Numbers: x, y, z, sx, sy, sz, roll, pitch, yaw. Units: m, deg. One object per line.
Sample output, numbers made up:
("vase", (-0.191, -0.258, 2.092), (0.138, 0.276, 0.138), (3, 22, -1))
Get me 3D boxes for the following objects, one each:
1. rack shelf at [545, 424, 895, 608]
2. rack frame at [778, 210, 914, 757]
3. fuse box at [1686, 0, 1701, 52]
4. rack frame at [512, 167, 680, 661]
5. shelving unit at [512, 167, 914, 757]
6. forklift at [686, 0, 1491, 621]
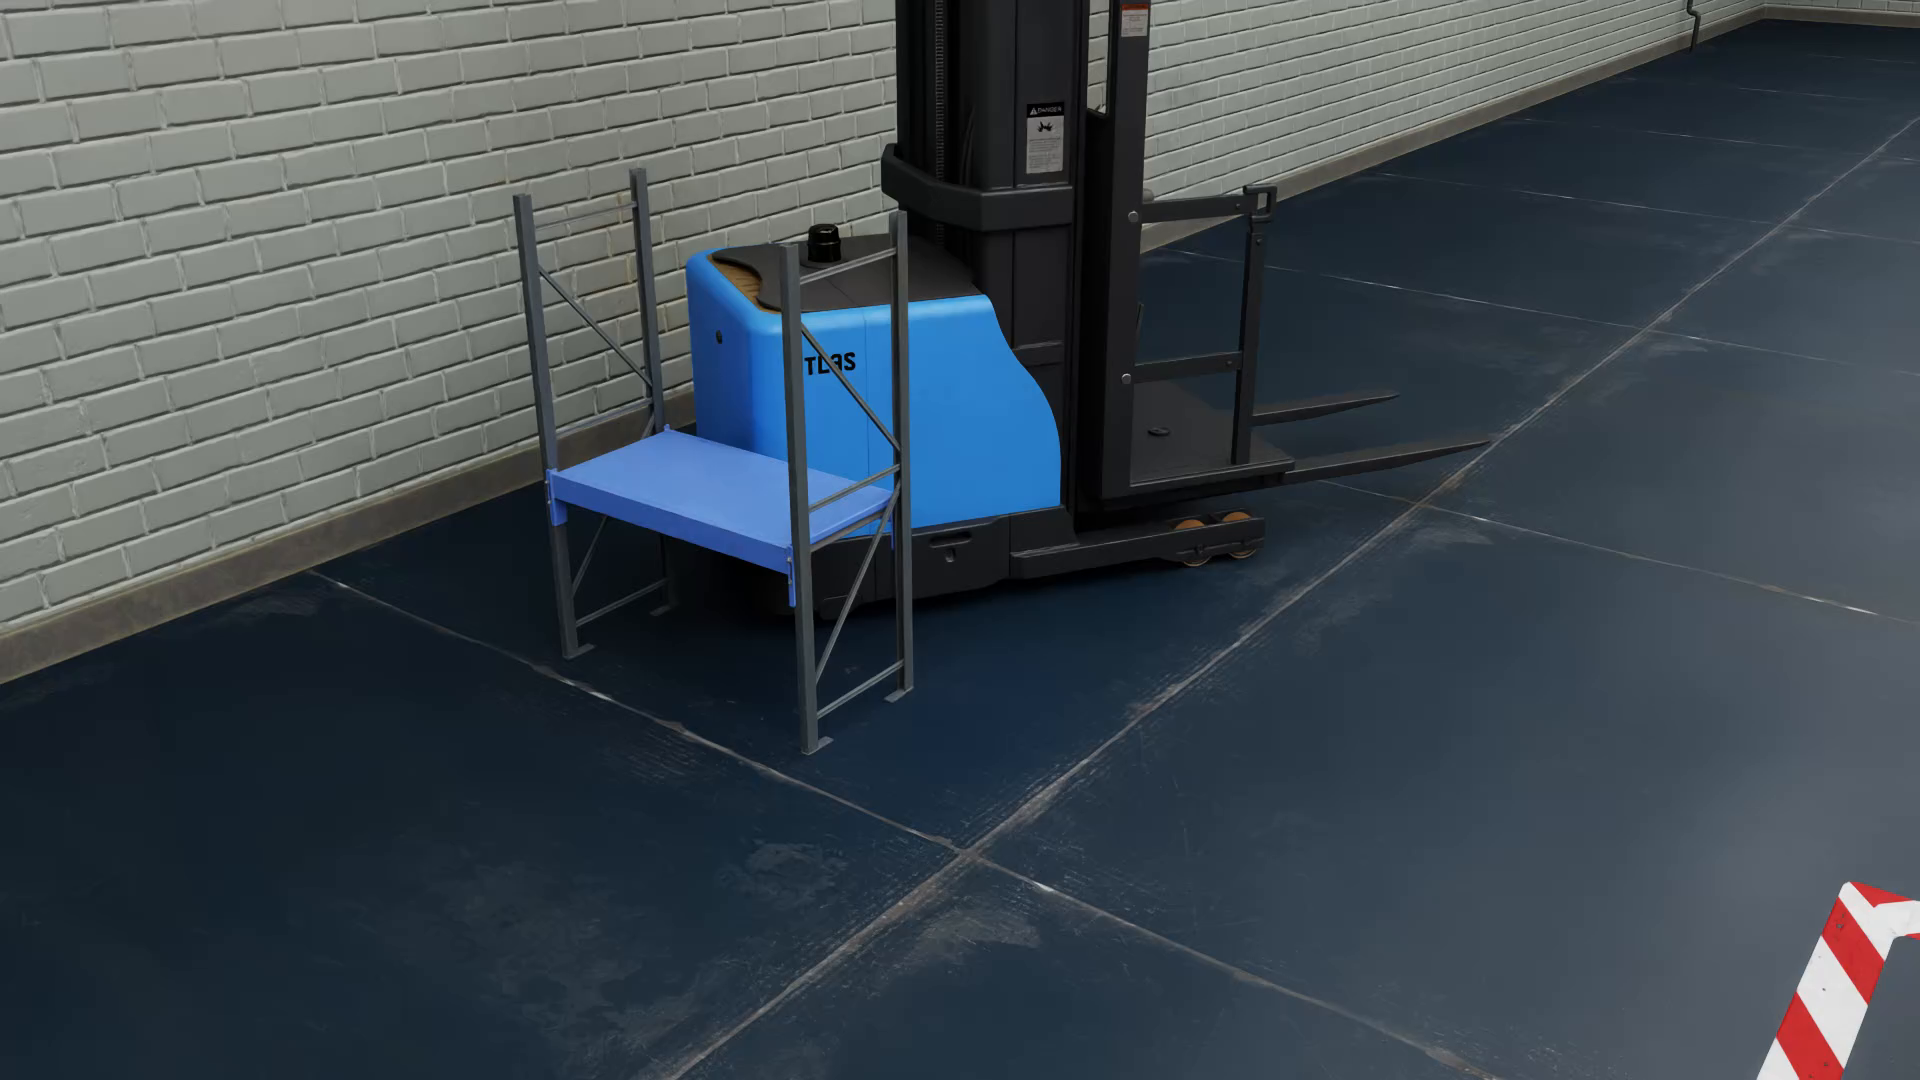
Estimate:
("rack shelf", (-0.716, -0.097, 5.057), (1.000, 0.185, 0.538), (16, 29, 32))
("rack frame", (-0.304, -0.142, 4.711), (0.032, 1.500, 0.500), (16, 29, 32))
("fuse box", (8.292, -6.288, 18.400), (0.414, 1.711, 0.539), (17, 29, 33))
("rack frame", (-1.127, -0.382, 5.257), (0.032, 1.500, 0.500), (16, 29, 32))
("shelving unit", (-0.716, -0.262, 4.984), (1.048, 1.500, 0.538), (16, 29, 32))
("forklift", (0.579, -1.433, 5.868), (3.031, 2.935, 1.130), (-9, 25, -20))
